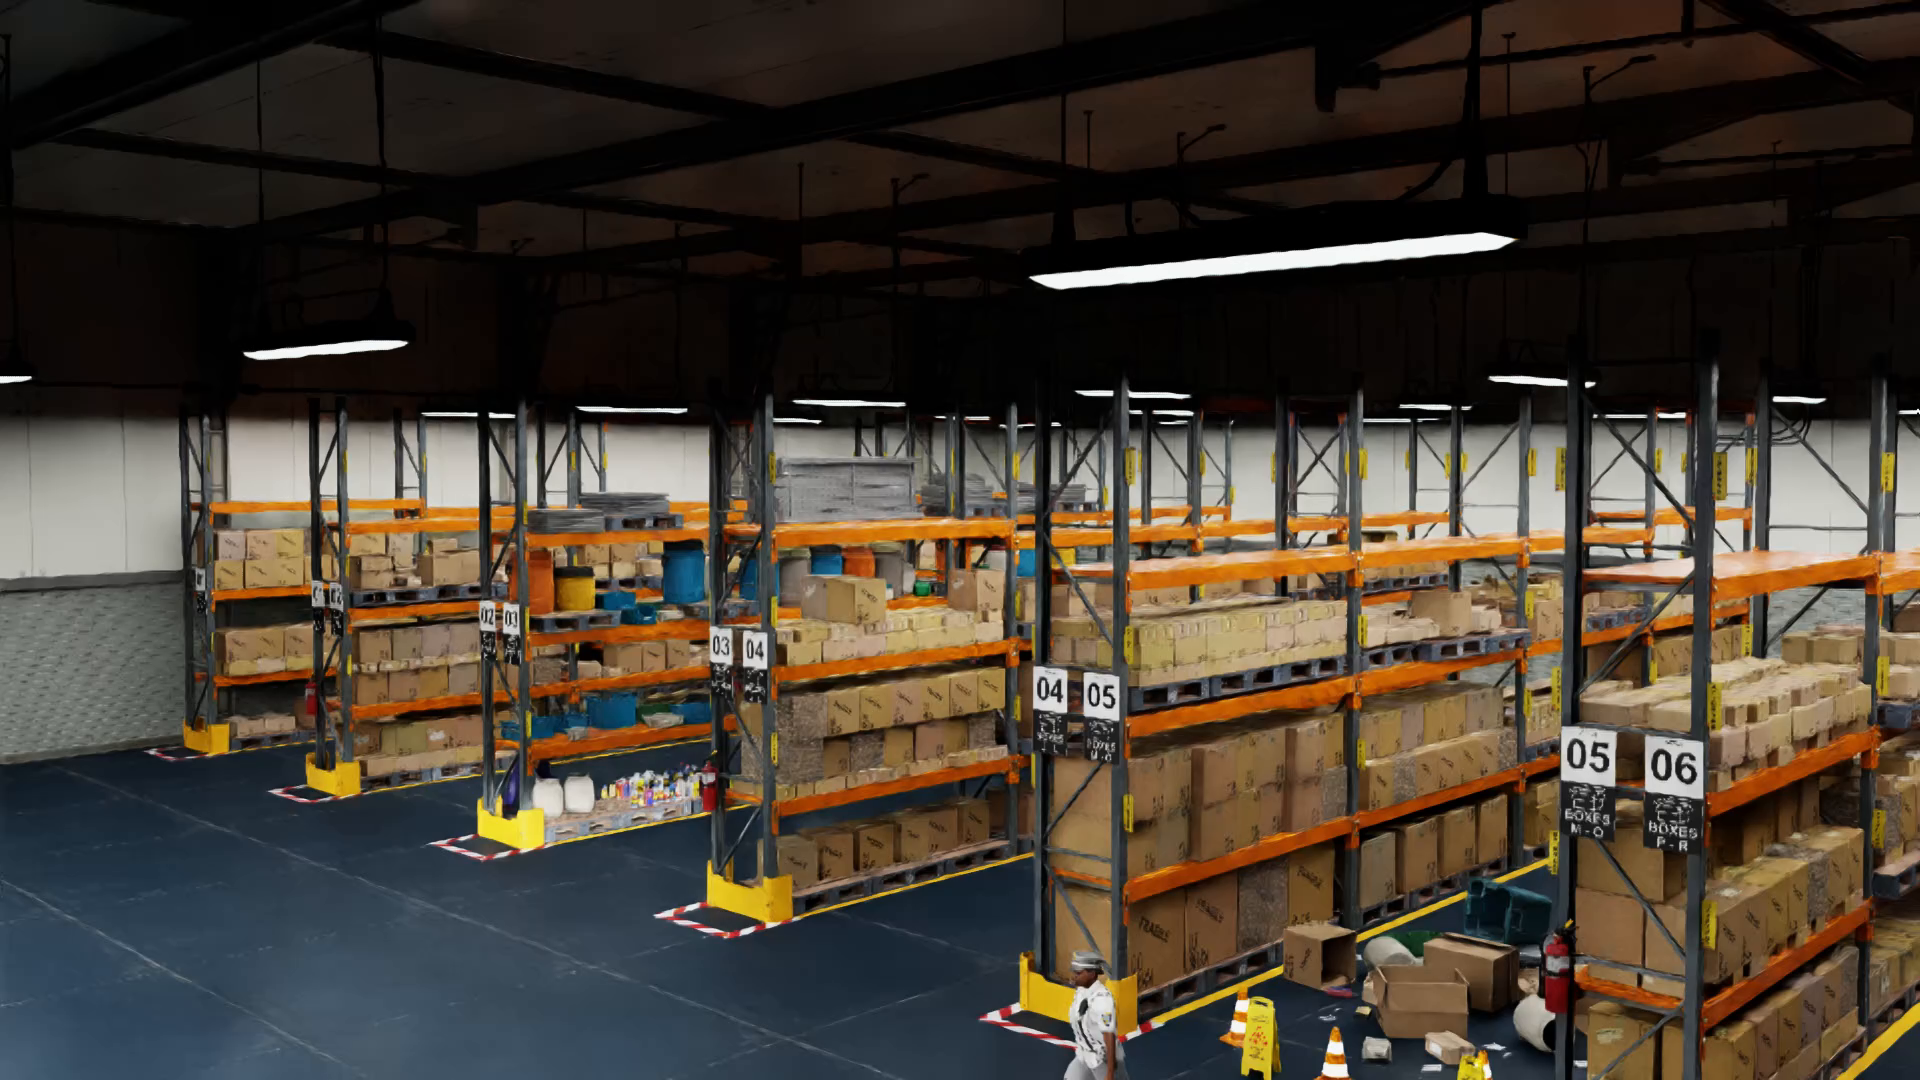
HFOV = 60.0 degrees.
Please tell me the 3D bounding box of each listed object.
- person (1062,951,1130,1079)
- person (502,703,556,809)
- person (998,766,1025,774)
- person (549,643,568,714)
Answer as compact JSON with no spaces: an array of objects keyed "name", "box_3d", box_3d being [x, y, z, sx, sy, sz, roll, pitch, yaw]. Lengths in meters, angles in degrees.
[{"name":"person","box_3d":[1.039,3.723,11.927,0.939,1.611,0.505,-1,3,-25]},{"name":"person","box_3d":[-6.218,3.097,24.011,0.479,1.563,1.063,3,4,43]},{"name":"person","box_3d":[0.845,2.881,26.883,1.194,1.698,0.598,-3,4,-44]},{"name":"person","box_3d":[-7.318,2.709,30.514,0.416,1.677,0.537,1,3,13]}]
